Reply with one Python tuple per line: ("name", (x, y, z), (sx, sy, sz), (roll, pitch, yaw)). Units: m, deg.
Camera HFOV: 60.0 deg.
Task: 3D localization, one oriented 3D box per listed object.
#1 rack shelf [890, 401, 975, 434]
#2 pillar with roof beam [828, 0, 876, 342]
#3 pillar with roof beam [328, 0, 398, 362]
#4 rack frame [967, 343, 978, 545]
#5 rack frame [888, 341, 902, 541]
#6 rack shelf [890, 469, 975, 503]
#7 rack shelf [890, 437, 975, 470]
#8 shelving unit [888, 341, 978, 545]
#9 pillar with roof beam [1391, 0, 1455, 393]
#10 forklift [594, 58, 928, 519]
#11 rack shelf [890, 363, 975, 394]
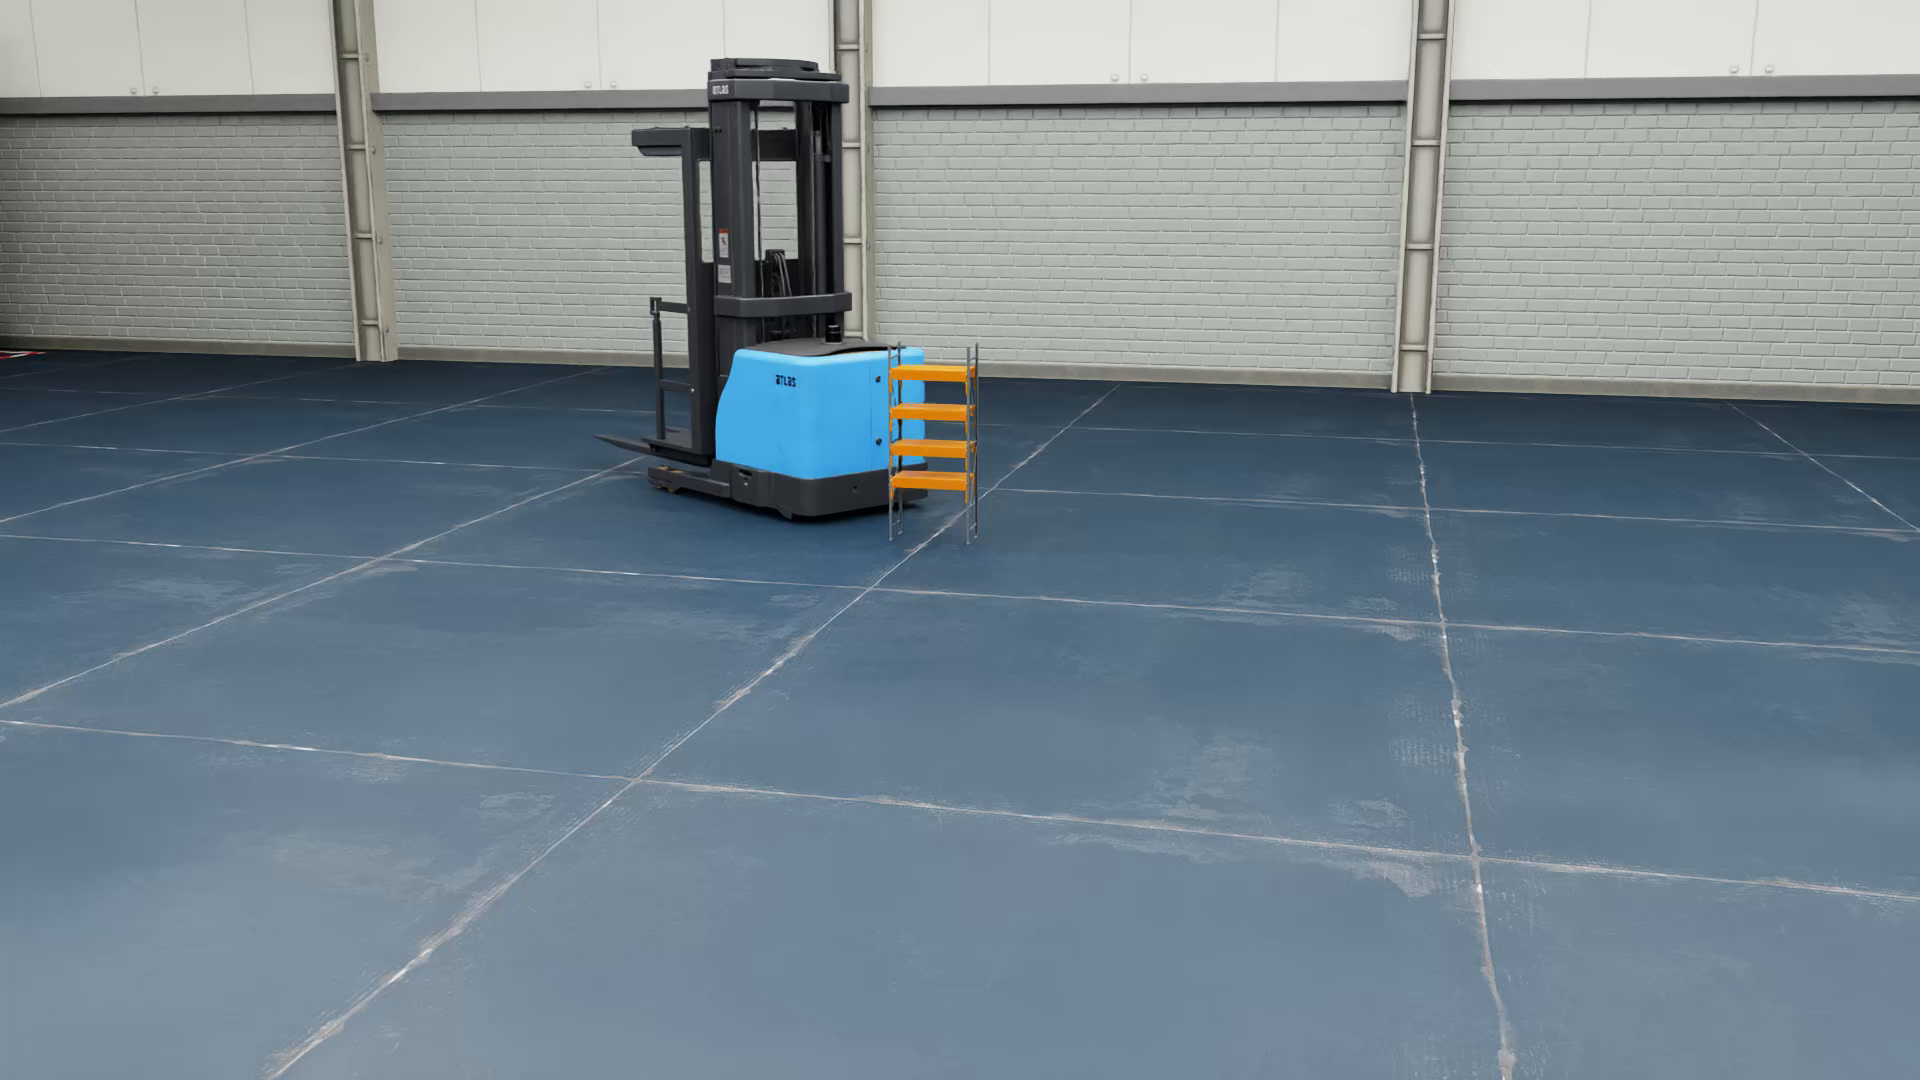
("rack shelf", (-0.161, -0.747, 10.109), (0.480, 0.148, 0.258), (3, 13, 14))
("pillar with roof beam", (-2.202, -5.339, 13.522), (0.400, 9.000, 9.100), (3, 13, 14))
("pillar with roof beam", (-8.027, -5.650, 14.925), (0.400, 9.000, 9.100), (3, 13, 14))
("rack frame", (0.076, -0.582, 10.085), (0.015, 1.200, 0.240), (3, 13, 14))
("rack frame", (-0.398, -0.607, 10.200), (0.015, 1.200, 0.240), (3, 13, 14))
("rack shelf", (-0.161, -0.335, 10.200), (0.480, 0.148, 0.258), (3, 13, 14))
("rack shelf", (-0.161, -0.529, 10.157), (0.480, 0.148, 0.258), (3, 13, 14))
("shelving unit", (-0.161, -0.594, 10.143), (0.503, 1.200, 0.258), (3, 13, 14))
("pillar with roof beam", (3.623, -5.028, 12.118), (0.400, 9.000, 9.100), (3, 13, 14))
("forklift", (-1.573, -1.823, 11.683), (1.130, 2.935, 3.031), (-11, 17, -40))
("rack shelf", (-0.161, -0.978, 10.057), (0.480, 0.148, 0.258), (3, 13, 14))
